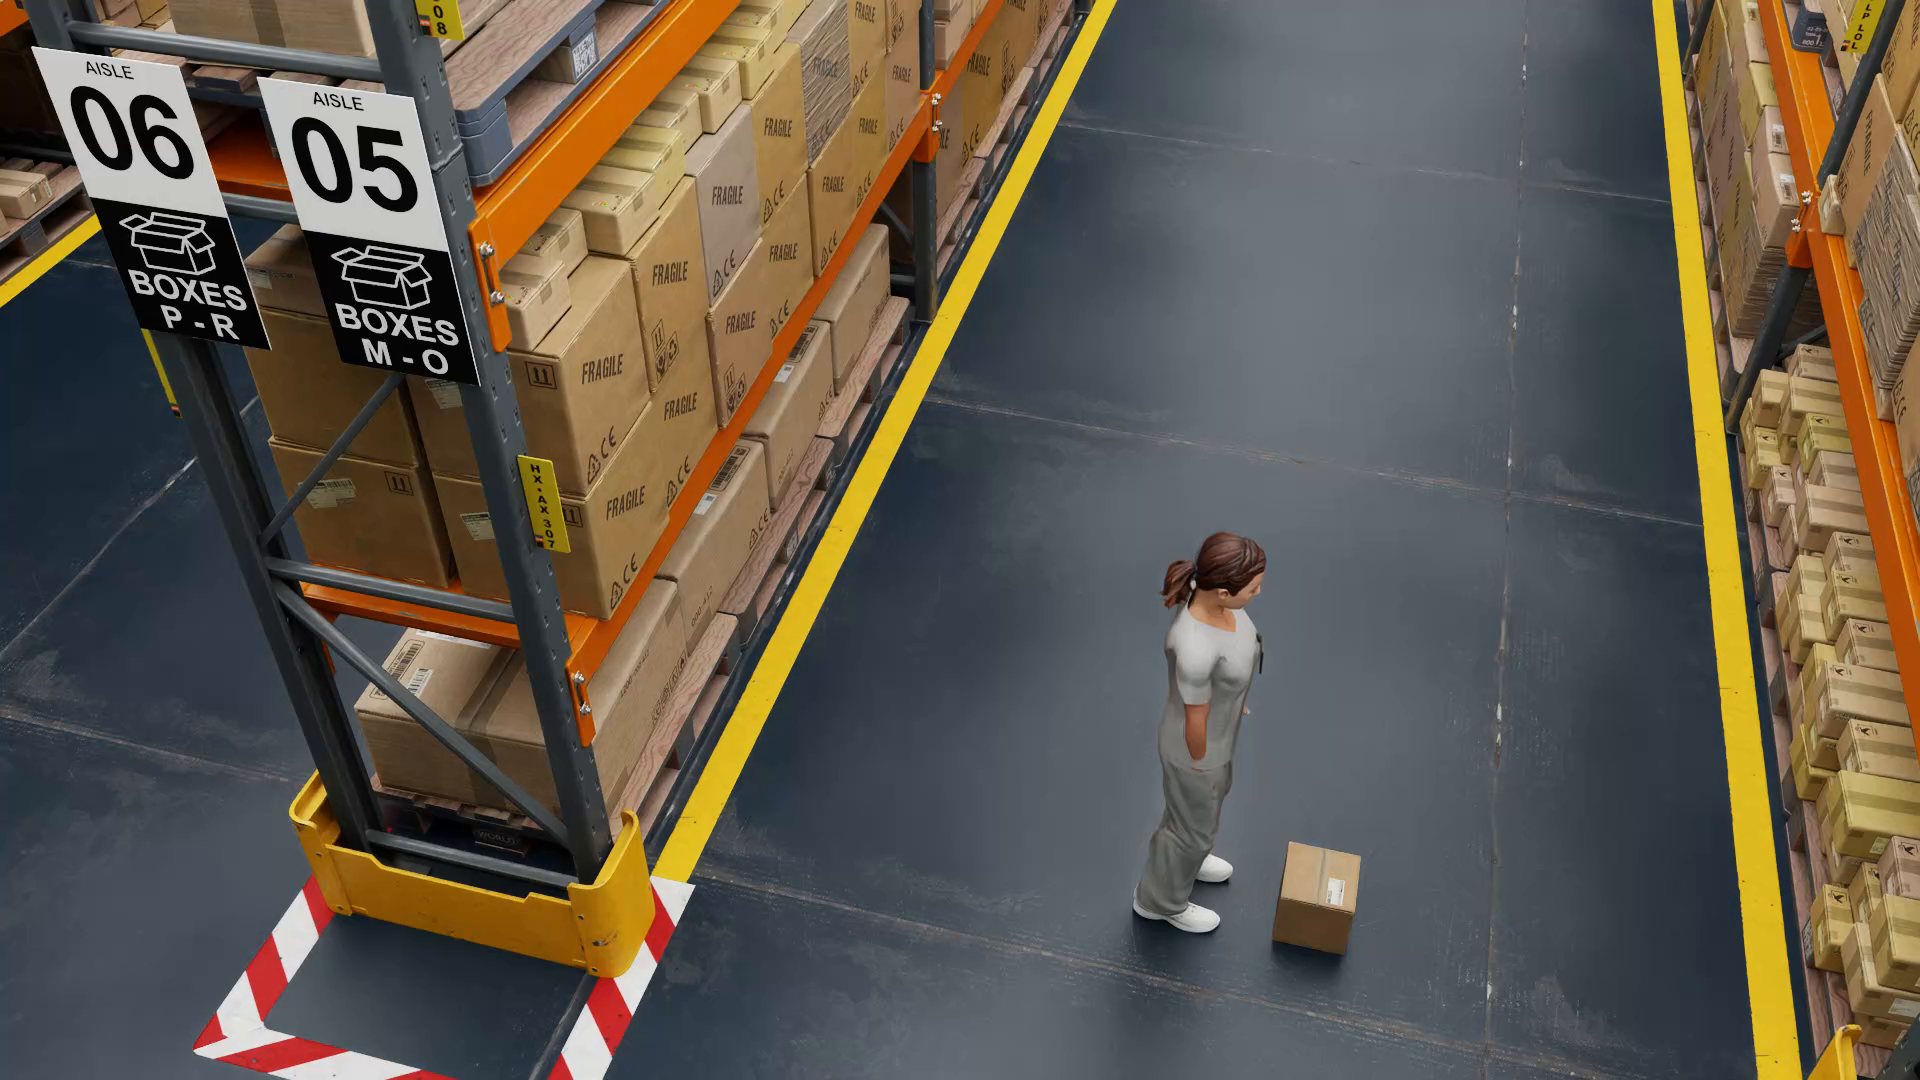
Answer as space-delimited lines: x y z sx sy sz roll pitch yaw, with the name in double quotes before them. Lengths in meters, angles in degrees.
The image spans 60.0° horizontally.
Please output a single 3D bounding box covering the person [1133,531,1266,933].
"person" 0.783 0.622 5.454 0.367 1.671 0.442 11 42 12
